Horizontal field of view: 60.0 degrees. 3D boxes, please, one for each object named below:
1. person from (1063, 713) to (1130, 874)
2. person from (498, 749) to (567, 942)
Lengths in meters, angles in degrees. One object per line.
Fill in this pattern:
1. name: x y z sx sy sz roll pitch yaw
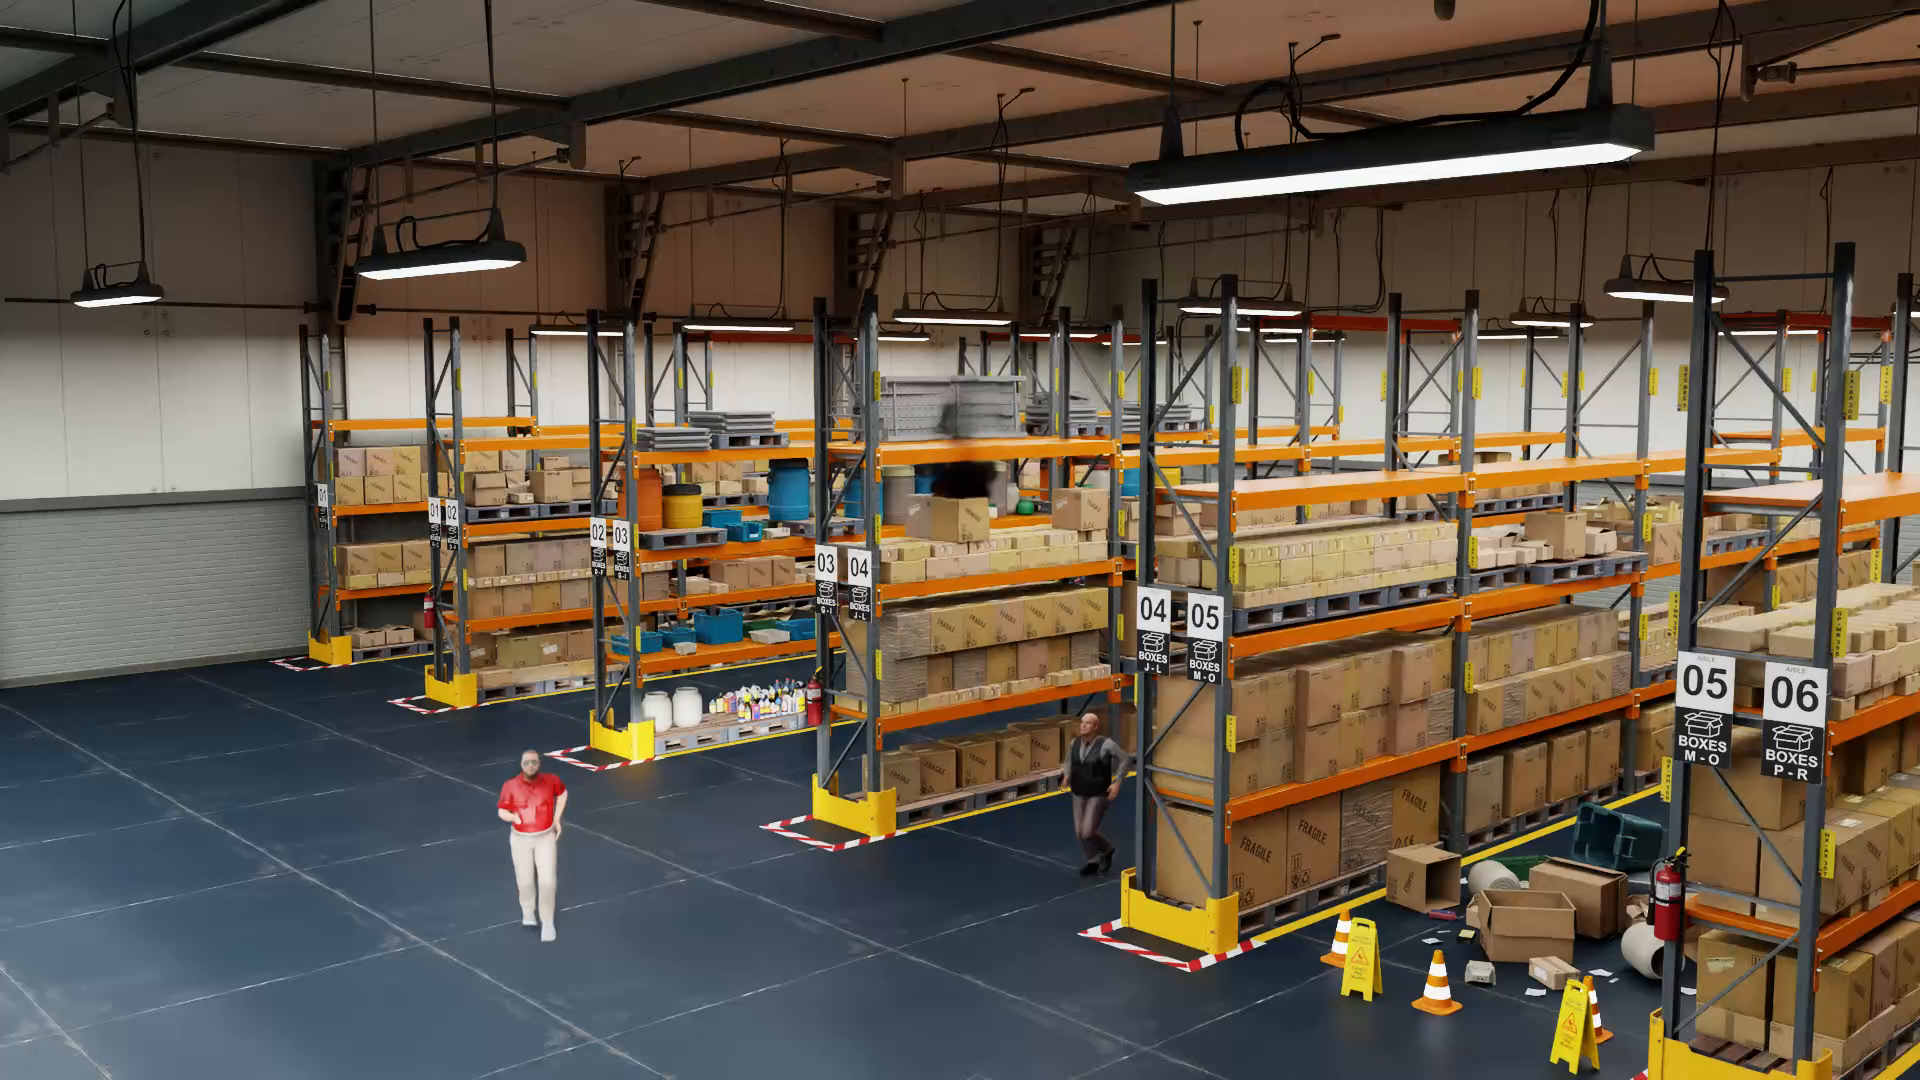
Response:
1. person: 1.324 2.609 16.986 0.689 1.677 0.586 4 7 37
2. person: -3.902 2.792 15.207 0.611 1.776 0.790 -1 6 -12
